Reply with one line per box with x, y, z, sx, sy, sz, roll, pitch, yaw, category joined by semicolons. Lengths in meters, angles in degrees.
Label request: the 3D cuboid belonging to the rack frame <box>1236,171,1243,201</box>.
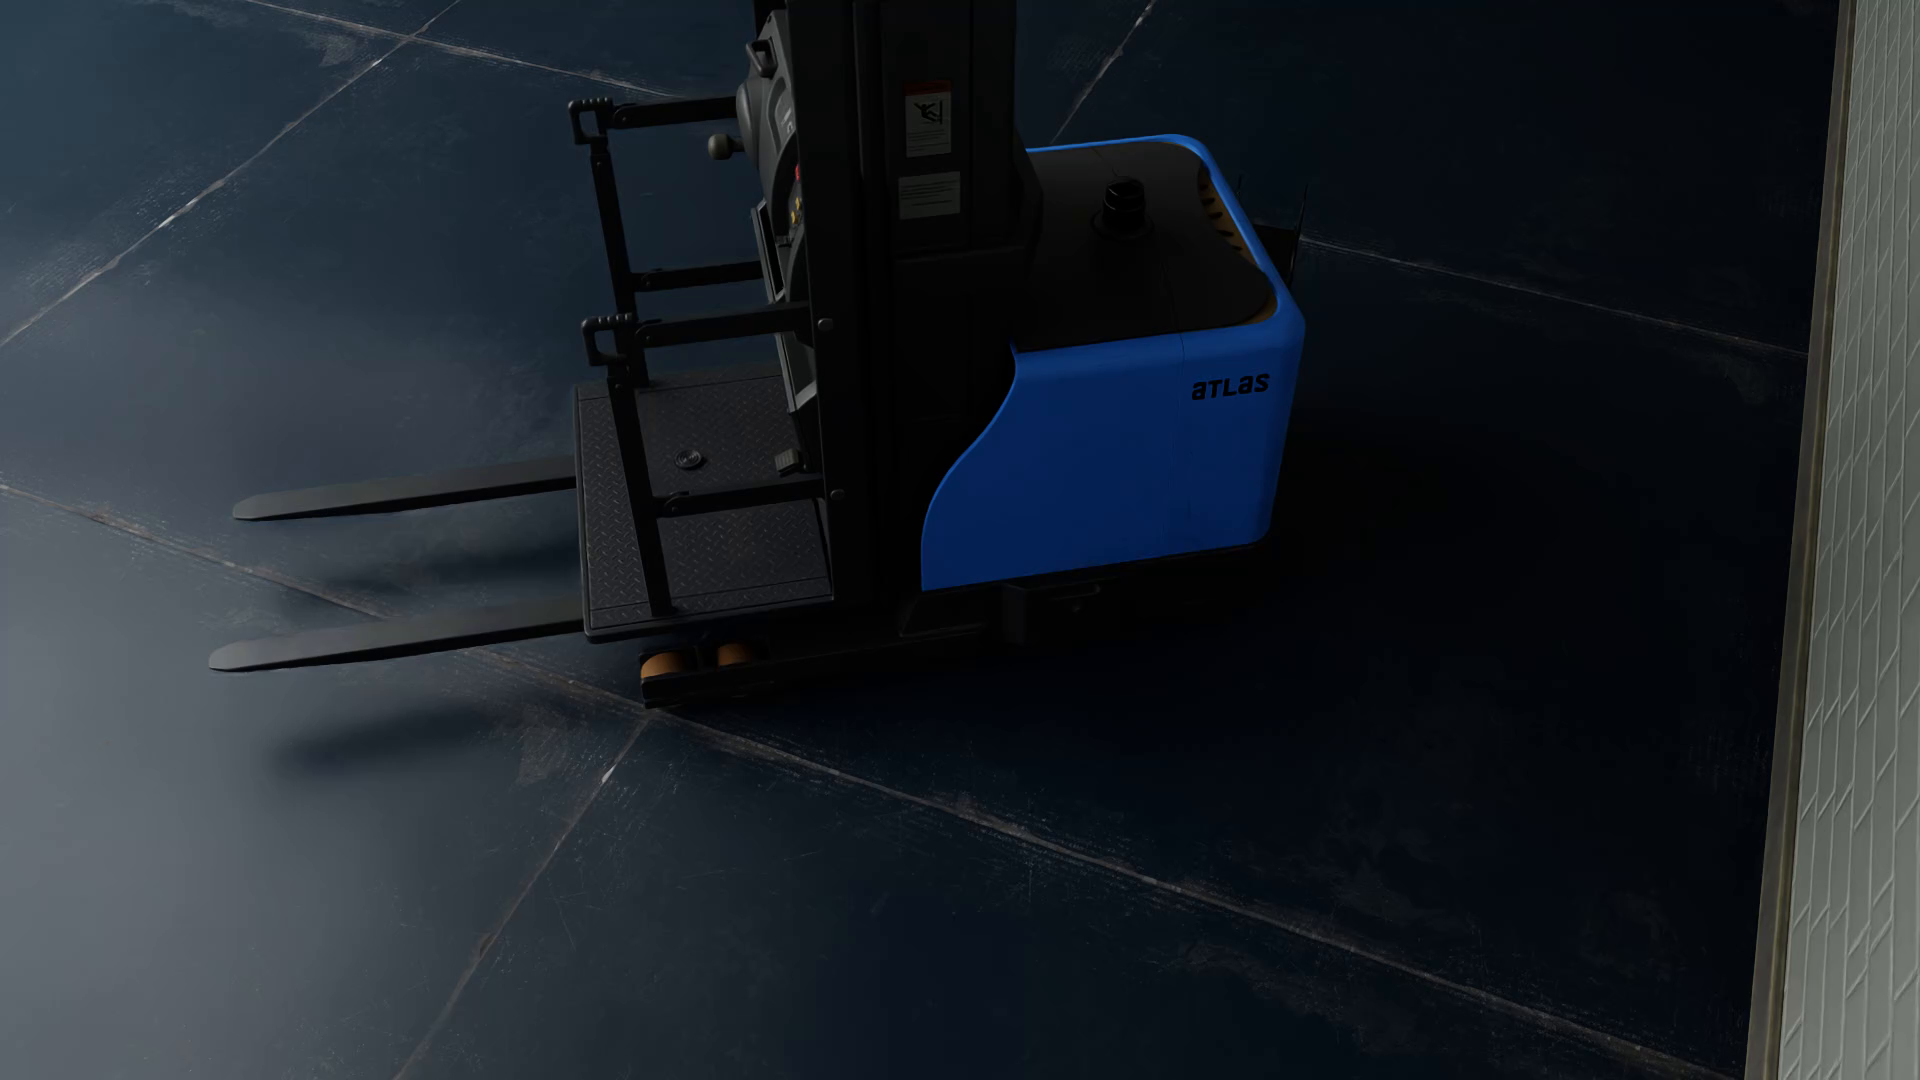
0.832;-0.734;5.349;0.006;0.900;0.240;12;46;12;rack frame

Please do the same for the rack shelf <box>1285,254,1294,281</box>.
0.929;-0.817;5.225;0.200;0.077;0.258;12;46;12;rack shelf

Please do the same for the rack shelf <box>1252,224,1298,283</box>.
0.929;-0.881;5.162;0.200;0.077;0.258;12;46;12;rack shelf

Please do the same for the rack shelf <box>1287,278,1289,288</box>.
0.929;-0.753;5.289;0.200;0.077;0.258;12;46;12;rack shelf

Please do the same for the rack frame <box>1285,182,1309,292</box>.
1.026;-0.692;5.308;0.006;0.900;0.240;12;46;12;rack frame

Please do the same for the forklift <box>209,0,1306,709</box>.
-0.650;-0.966;4.143;3.031;2.935;1.130;-8;45;-8;forklift

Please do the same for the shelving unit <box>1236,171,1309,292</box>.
0.929;-0.713;5.329;0.210;0.900;0.258;12;46;12;shelving unit
